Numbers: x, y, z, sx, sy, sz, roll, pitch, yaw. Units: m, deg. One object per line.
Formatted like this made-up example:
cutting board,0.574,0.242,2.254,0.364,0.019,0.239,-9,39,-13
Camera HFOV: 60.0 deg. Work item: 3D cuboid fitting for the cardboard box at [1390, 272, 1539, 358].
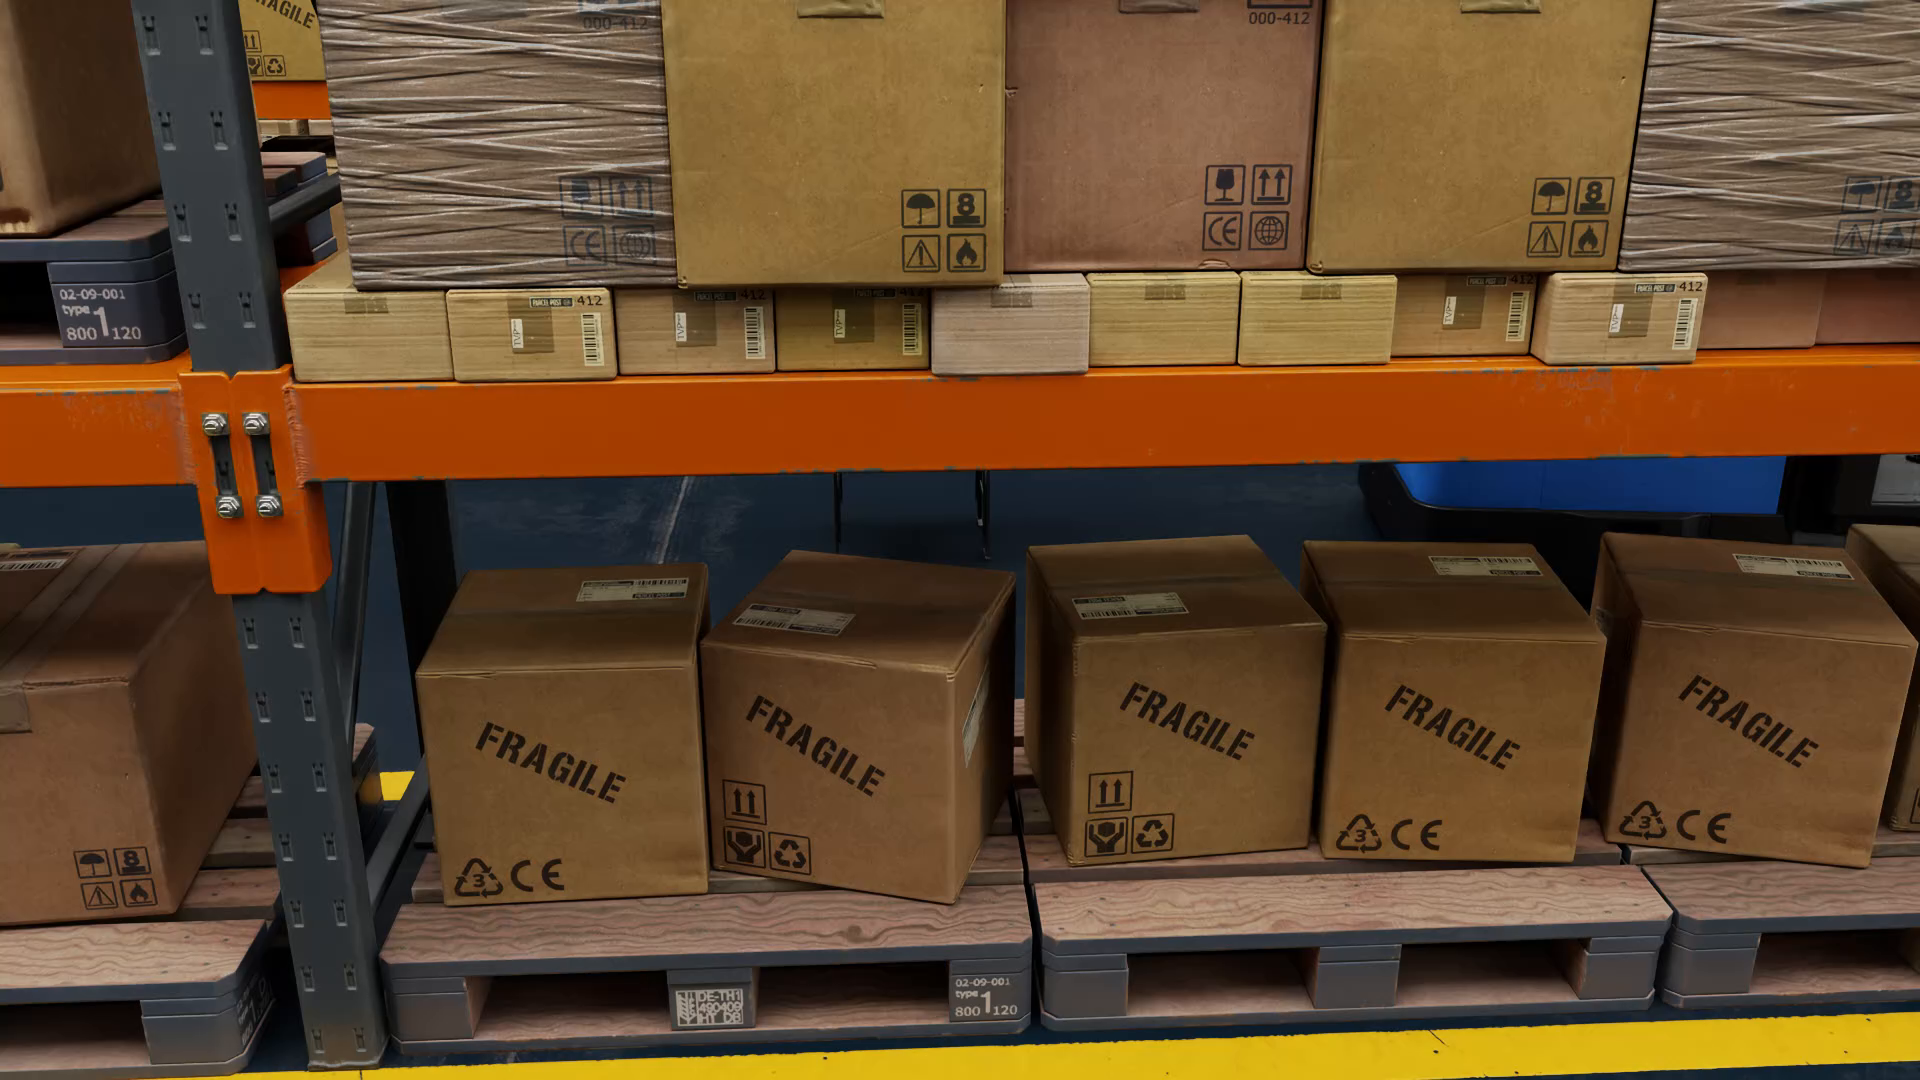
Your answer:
cardboard box,0.814,-0.440,2.913,0.250,0.149,0.380,-1,21,-3

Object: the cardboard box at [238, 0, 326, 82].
cardboard box,-2.858,-2.288,7.274,0.500,0.500,0.500,-1,21,-2

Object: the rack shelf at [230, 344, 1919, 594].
rack shelf,0.836,-0.308,3.224,4.000,0.370,1.077,-1,21,-3

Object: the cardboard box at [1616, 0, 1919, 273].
cardboard box,1.288,-0.821,3.004,0.500,0.500,0.875,-1,21,-3

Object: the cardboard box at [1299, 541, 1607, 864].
cardboard box,0.987,0.325,3.476,0.500,0.500,0.500,1,21,2

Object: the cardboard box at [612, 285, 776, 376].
cardboard box,-0.431,-0.399,2.805,0.250,0.149,0.380,-1,21,-3

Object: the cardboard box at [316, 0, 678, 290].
cardboard box,-0.708,-0.776,2.885,0.500,0.500,0.875,-1,21,-3

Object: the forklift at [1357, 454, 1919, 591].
forklift,2.911,-1.327,4.987,3.031,2.935,1.130,1,21,3

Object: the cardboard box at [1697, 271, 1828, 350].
cardboard box,1.312,-0.457,2.958,0.250,0.149,0.380,-1,21,-3

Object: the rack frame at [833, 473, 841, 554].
rack frame,-0.409,-0.973,5.226,0.015,2.100,0.400,-1,21,-3

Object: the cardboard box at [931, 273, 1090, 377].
cardboard box,0.070,-0.398,2.803,0.250,0.149,0.380,-1,21,-3

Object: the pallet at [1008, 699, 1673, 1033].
pallet,0.728,0.648,3.622,1.213,0.211,1.003,-1,21,-3

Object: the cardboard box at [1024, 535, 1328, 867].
cardboard box,0.427,0.320,3.488,0.500,0.500,0.500,-3,21,-8

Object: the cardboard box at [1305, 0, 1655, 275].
cardboard box,0.788,-0.815,2.988,0.500,0.500,0.875,-1,21,-3

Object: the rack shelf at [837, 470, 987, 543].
rack shelf,-0.165,-0.311,5.492,0.480,0.518,0.431,-1,21,-3

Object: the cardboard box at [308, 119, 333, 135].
cardboard box,-4.420,-3.036,12.483,0.625,0.372,0.950,-2,21,-4

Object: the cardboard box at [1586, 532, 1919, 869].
cardboard box,1.613,0.319,3.491,0.500,0.500,0.500,4,21,11

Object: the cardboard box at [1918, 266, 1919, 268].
cardboard box,1.789,-0.816,2.990,0.500,0.500,0.875,-1,21,-3

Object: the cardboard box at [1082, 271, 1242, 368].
cardboard box,0.317,-0.417,2.855,0.250,0.149,0.380,-1,21,-3

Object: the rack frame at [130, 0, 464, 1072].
rack frame,-1.161,-0.603,2.990,0.127,3.000,1.000,-1,21,-3

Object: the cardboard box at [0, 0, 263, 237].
cardboard box,-1.962,-1.113,2.896,1.000,1.000,1.000,-1,21,-3

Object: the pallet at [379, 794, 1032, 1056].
pallet,-0.493,0.674,3.555,1.213,0.211,1.003,-1,21,-3

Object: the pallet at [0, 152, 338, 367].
pallet,-1.933,-0.550,3.119,1.213,0.211,1.003,-1,21,-3

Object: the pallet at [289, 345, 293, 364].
pallet,-3.330,-0.996,7.940,1.213,0.211,1.003,-1,21,-3

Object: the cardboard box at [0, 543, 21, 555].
cardboard box,-2.253,0.367,3.335,0.500,0.500,0.700,-1,21,-3

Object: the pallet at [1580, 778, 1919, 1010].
pallet,1.943,0.624,3.685,1.213,0.211,1.003,-1,21,-3

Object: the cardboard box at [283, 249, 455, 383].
cardboard box,-0.929,-0.383,2.765,0.250,0.149,0.380,-1,21,-3

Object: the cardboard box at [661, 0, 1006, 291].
cardboard box,-0.207,-0.774,2.879,0.500,0.500,0.875,-1,21,-3

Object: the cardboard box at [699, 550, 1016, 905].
cardboard box,-0.188,0.361,3.381,0.500,0.500,0.500,5,22,14

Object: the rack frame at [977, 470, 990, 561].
rack frame,0.078,-0.983,5.252,0.015,2.100,0.400,-1,21,-3

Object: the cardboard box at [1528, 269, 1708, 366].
cardboard box,1.068,-0.420,2.862,0.250,0.149,0.380,-1,21,-3

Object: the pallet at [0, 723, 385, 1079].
pallet,-1.938,0.716,3.443,1.213,0.211,1.003,-1,21,-3

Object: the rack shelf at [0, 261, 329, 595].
rack shelf,-3.158,-0.226,3.011,4.000,0.370,1.077,-1,21,-3

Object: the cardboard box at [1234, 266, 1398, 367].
cardboard box,0.567,-0.419,2.858,0.250,0.149,0.380,-1,21,-3

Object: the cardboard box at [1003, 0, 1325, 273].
cardboard box,0.286,-0.820,3.000,0.500,0.500,0.875,-1,21,-3

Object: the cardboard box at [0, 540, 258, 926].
cardboard box,-1.775,0.364,3.343,0.500,0.500,0.700,-3,21,-7

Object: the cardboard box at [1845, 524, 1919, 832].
cardboard box,2.208,0.294,3.555,0.500,0.500,0.500,3,21,7

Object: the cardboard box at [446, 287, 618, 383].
cardboard box,-0.679,-0.384,2.766,0.250,0.149,0.380,-1,21,-3

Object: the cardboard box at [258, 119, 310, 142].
cardboard box,-5.156,-3.018,12.436,0.625,0.372,0.950,-3,21,-7

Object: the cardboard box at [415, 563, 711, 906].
cardboard box,-0.760,0.375,3.344,0.500,0.500,0.500,-2,21,-5

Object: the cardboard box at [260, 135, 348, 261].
cardboard box,-2.921,-1.449,7.783,0.750,0.750,1.050,-1,21,-3

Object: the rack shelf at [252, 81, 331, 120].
rack shelf,-3.340,-1.990,7.644,4.000,0.370,1.077,-1,21,-3

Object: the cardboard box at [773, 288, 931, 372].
cardboard box,-0.182,-0.407,2.828,0.250,0.149,0.380,-1,21,-3

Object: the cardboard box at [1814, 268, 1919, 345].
cardboard box,1.561,-0.470,2.992,0.250,0.149,0.380,-1,21,-3

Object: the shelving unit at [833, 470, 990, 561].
shelving unit,-0.165,-0.978,5.239,0.503,2.100,0.431,-1,21,-3
